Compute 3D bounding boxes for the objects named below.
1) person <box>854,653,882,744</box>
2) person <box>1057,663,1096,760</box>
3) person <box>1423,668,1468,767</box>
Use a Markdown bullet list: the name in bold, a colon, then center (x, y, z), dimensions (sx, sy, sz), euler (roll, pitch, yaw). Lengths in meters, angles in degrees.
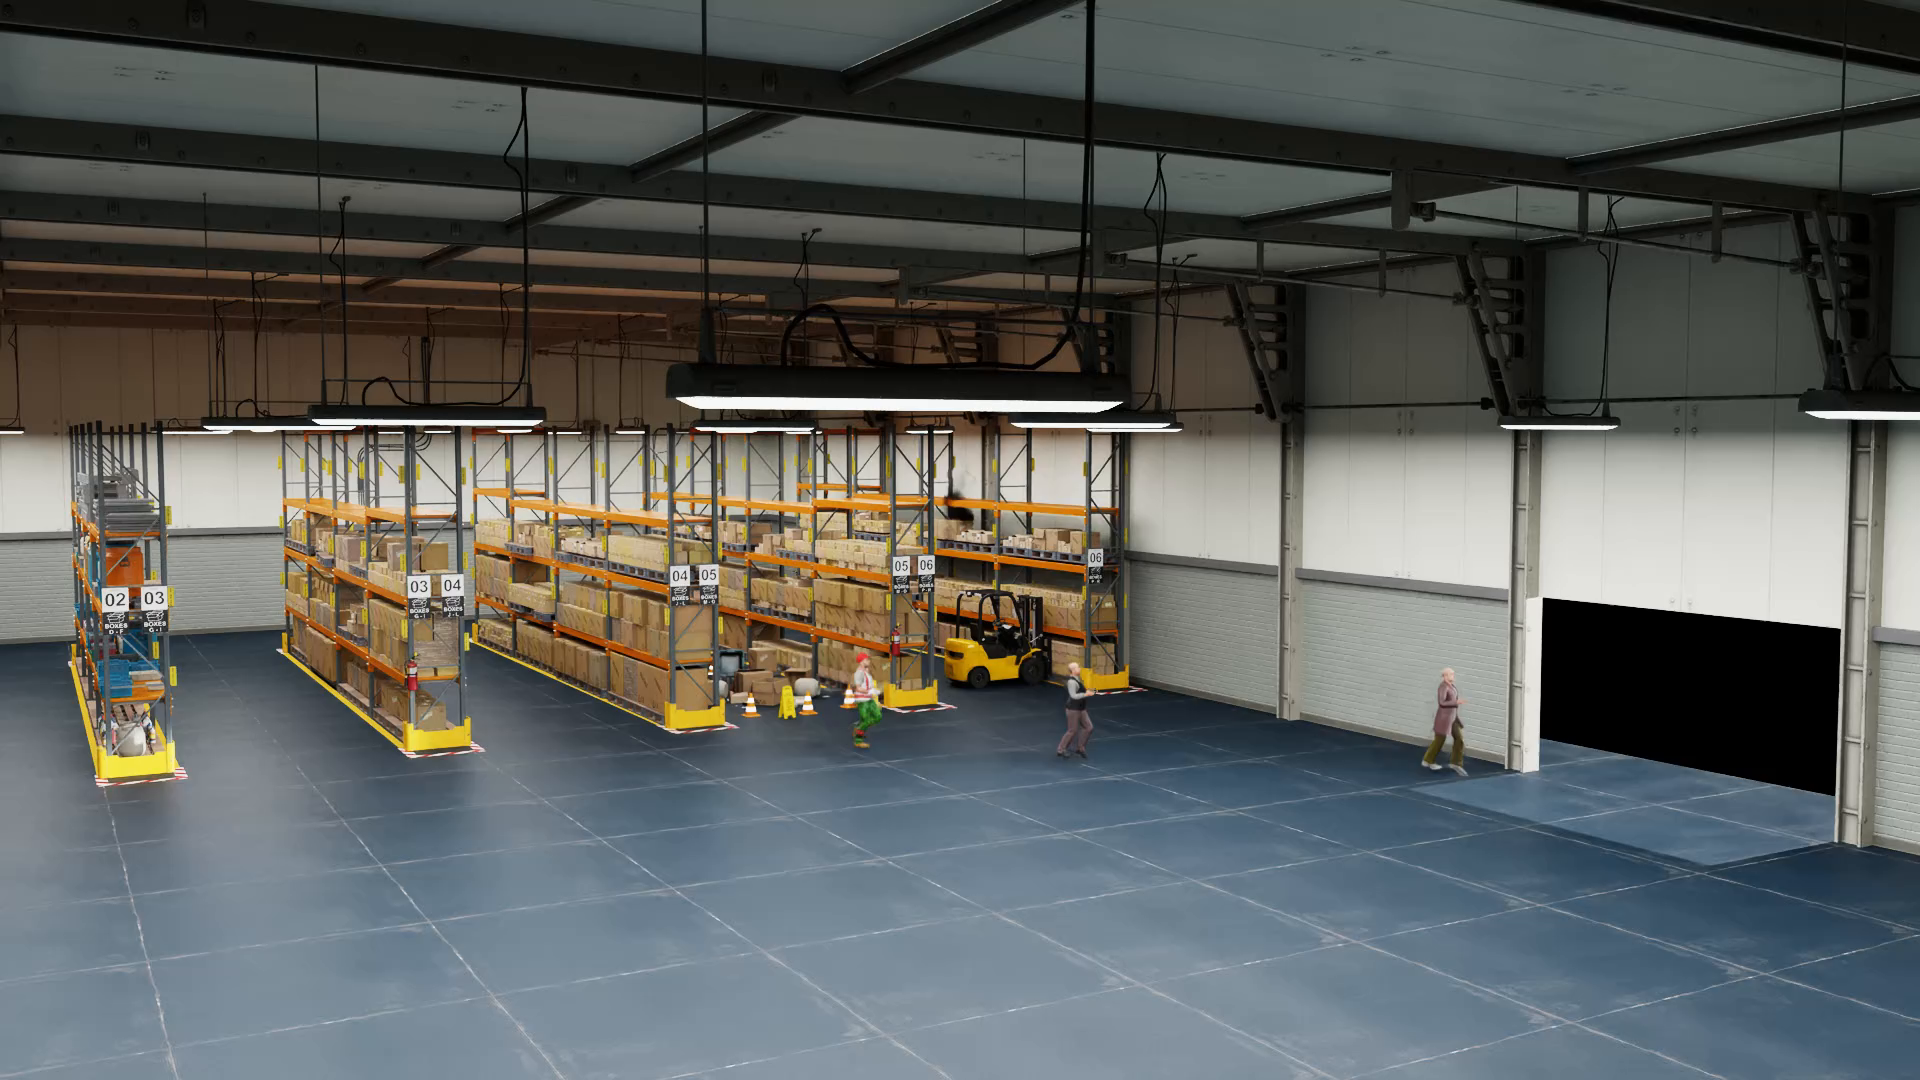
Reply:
- **person**: center (-1.677, 2.919, 30.712), dimensions (0.540, 1.685, 0.534), euler (1, 4, 17)
- **person**: center (2.069, 3.048, 29.436), dimensions (0.702, 1.763, 0.637), euler (1, 4, 17)
- **person**: center (8.278, 3.000, 28.262), dimensions (0.783, 1.671, 0.699), euler (3, 5, 39)
